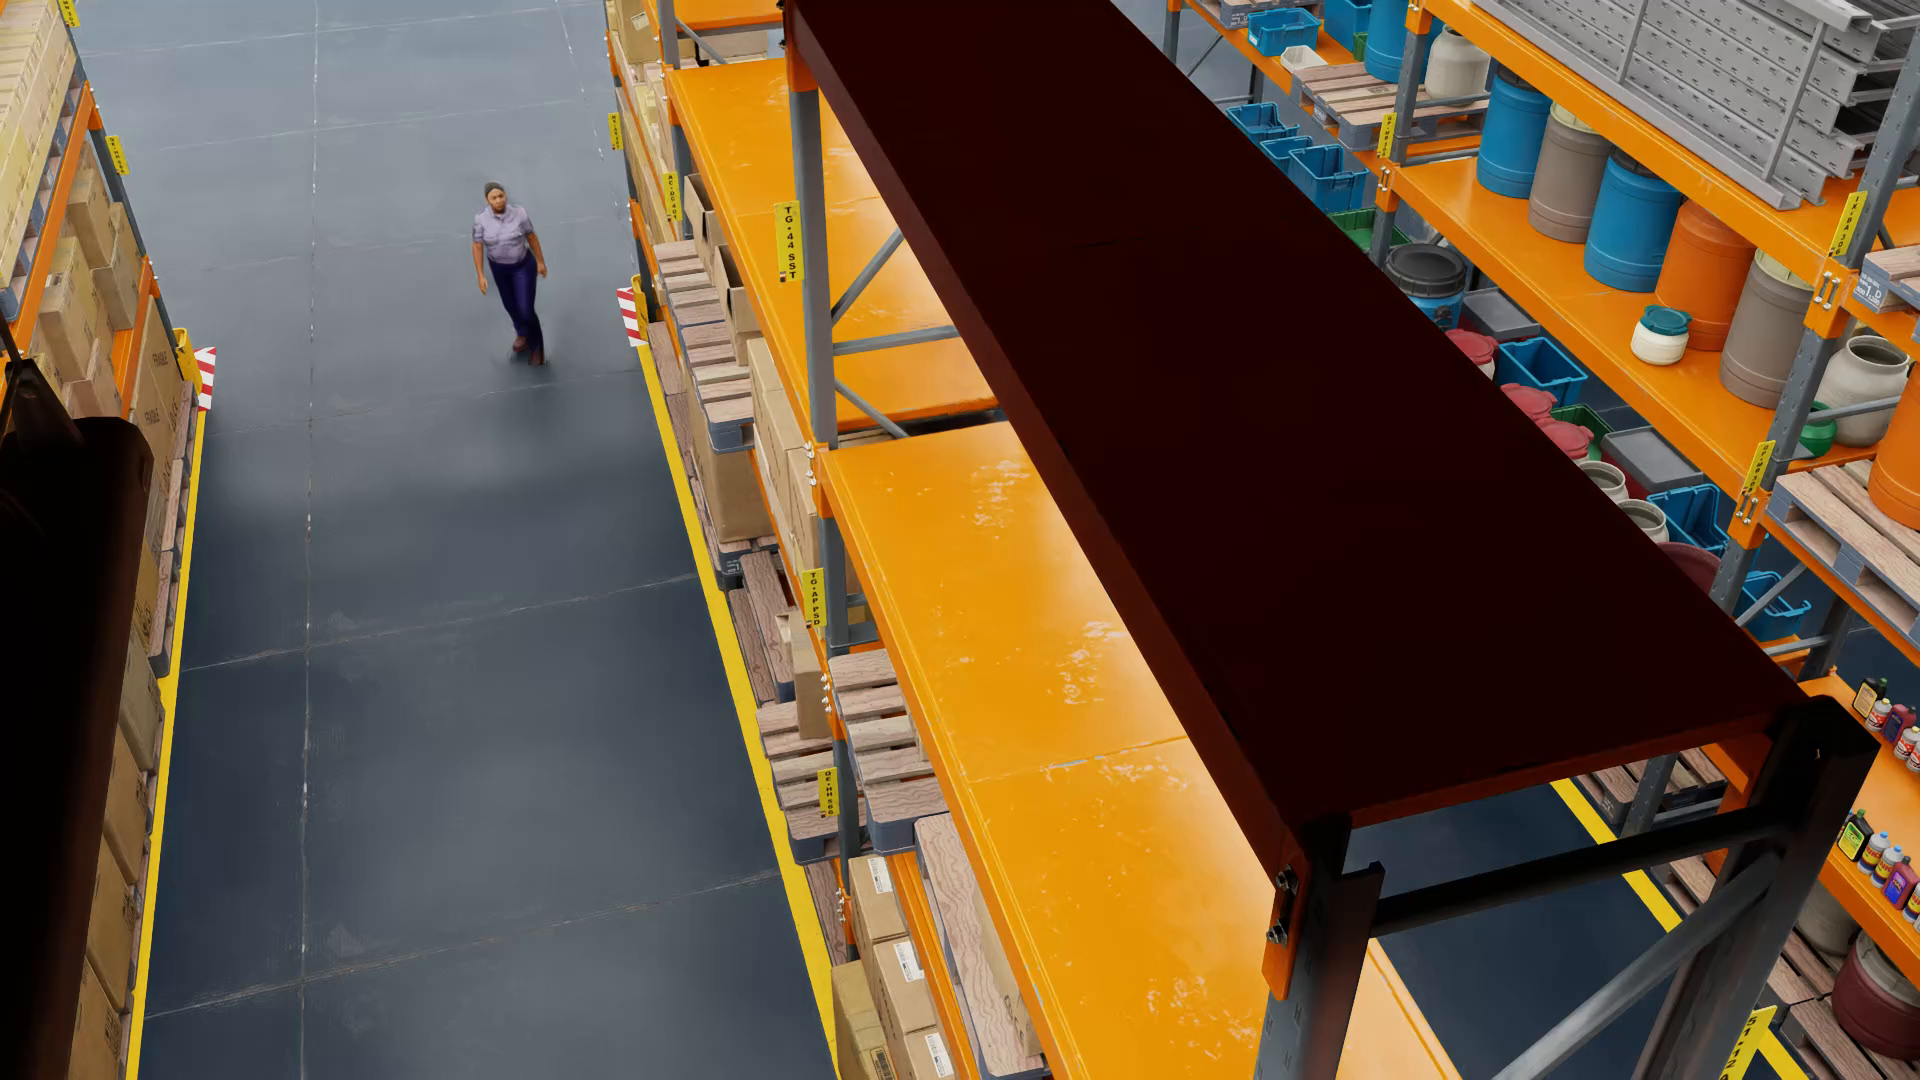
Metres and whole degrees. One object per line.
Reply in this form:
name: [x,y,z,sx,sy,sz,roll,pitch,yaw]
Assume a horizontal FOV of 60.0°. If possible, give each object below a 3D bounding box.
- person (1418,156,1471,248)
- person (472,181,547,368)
person: [4.348,-3.000,15.161,0.374,1.797,0.559,-5,39,-6]
person: [-3.908,-2.290,14.423,0.478,1.705,0.582,10,40,13]
